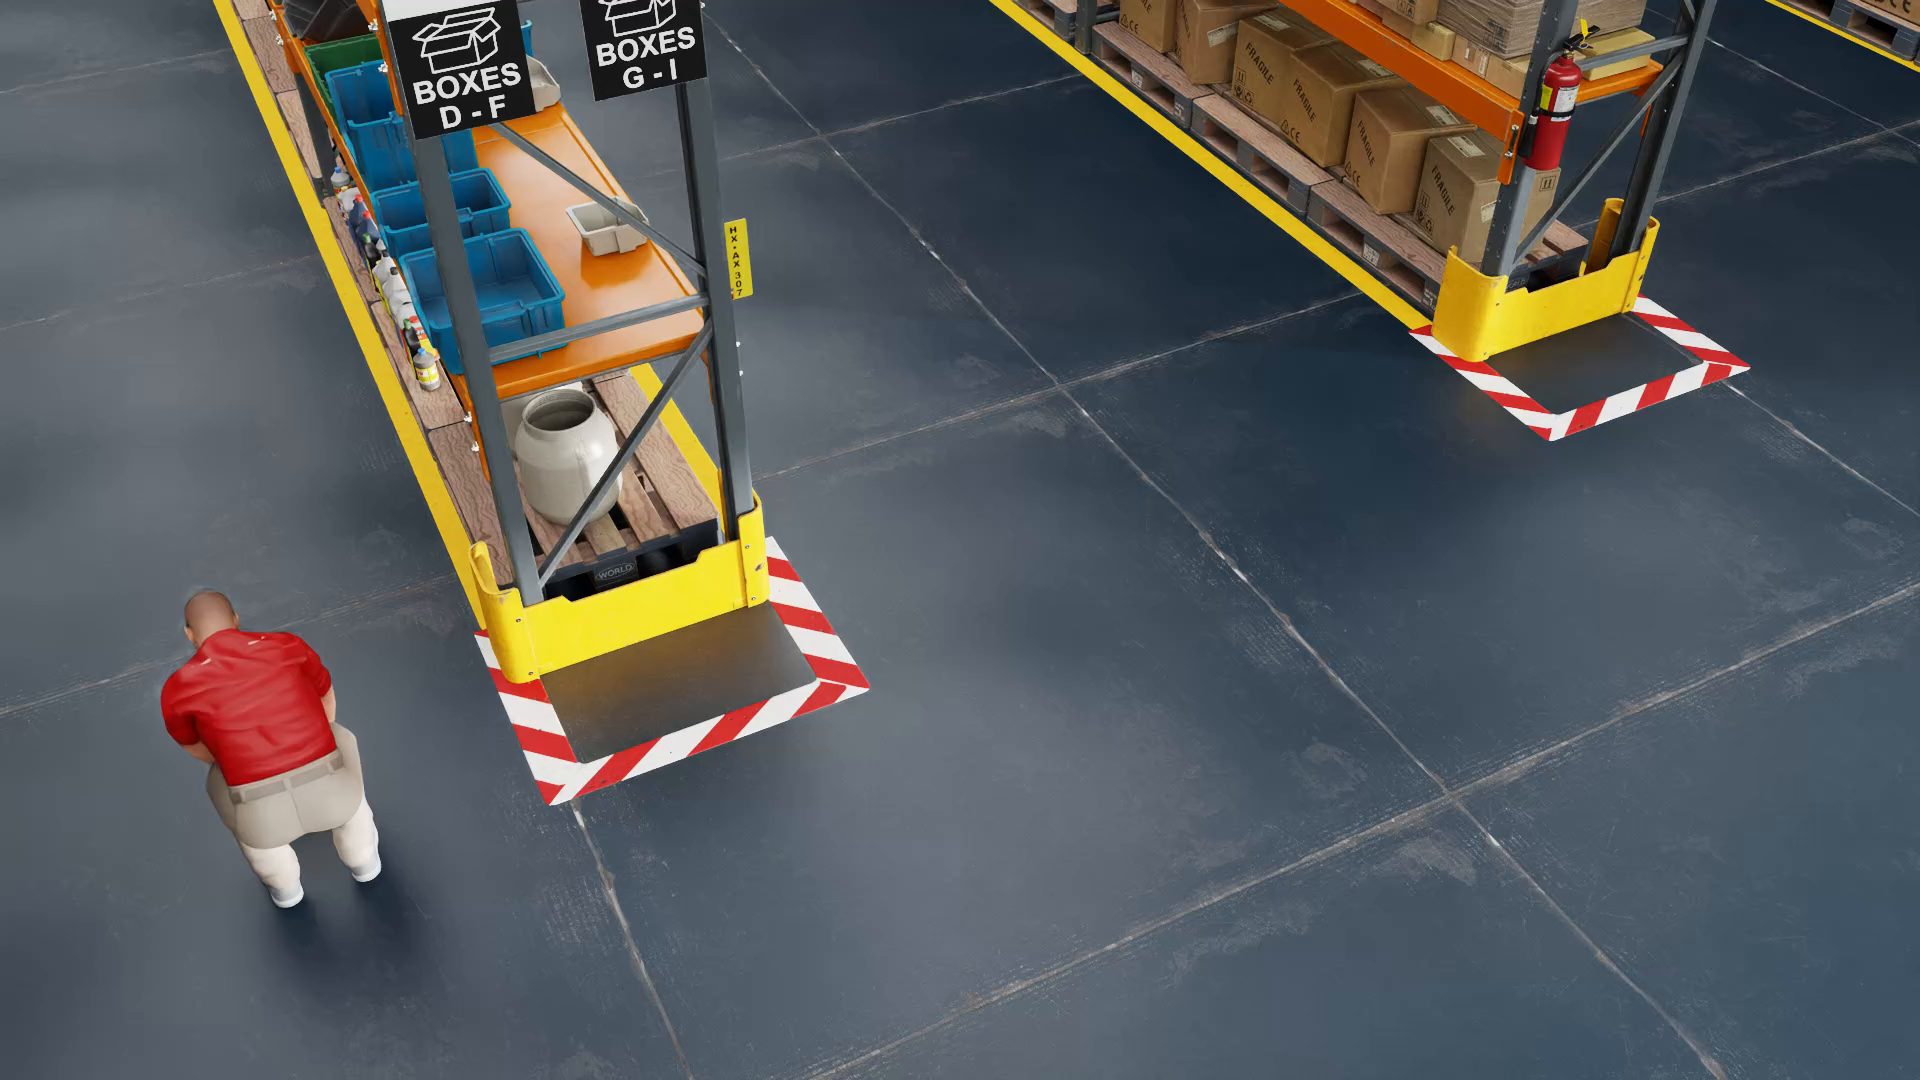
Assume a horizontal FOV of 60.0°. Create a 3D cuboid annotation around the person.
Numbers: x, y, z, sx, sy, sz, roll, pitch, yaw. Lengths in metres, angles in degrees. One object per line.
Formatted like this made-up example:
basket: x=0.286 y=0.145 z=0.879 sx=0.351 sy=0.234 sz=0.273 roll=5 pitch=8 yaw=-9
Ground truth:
person: x=-2.428 y=0.756 z=5.851 sx=0.570 sy=1.012 sz=0.865 roll=-19 pitch=44 yaw=-20
